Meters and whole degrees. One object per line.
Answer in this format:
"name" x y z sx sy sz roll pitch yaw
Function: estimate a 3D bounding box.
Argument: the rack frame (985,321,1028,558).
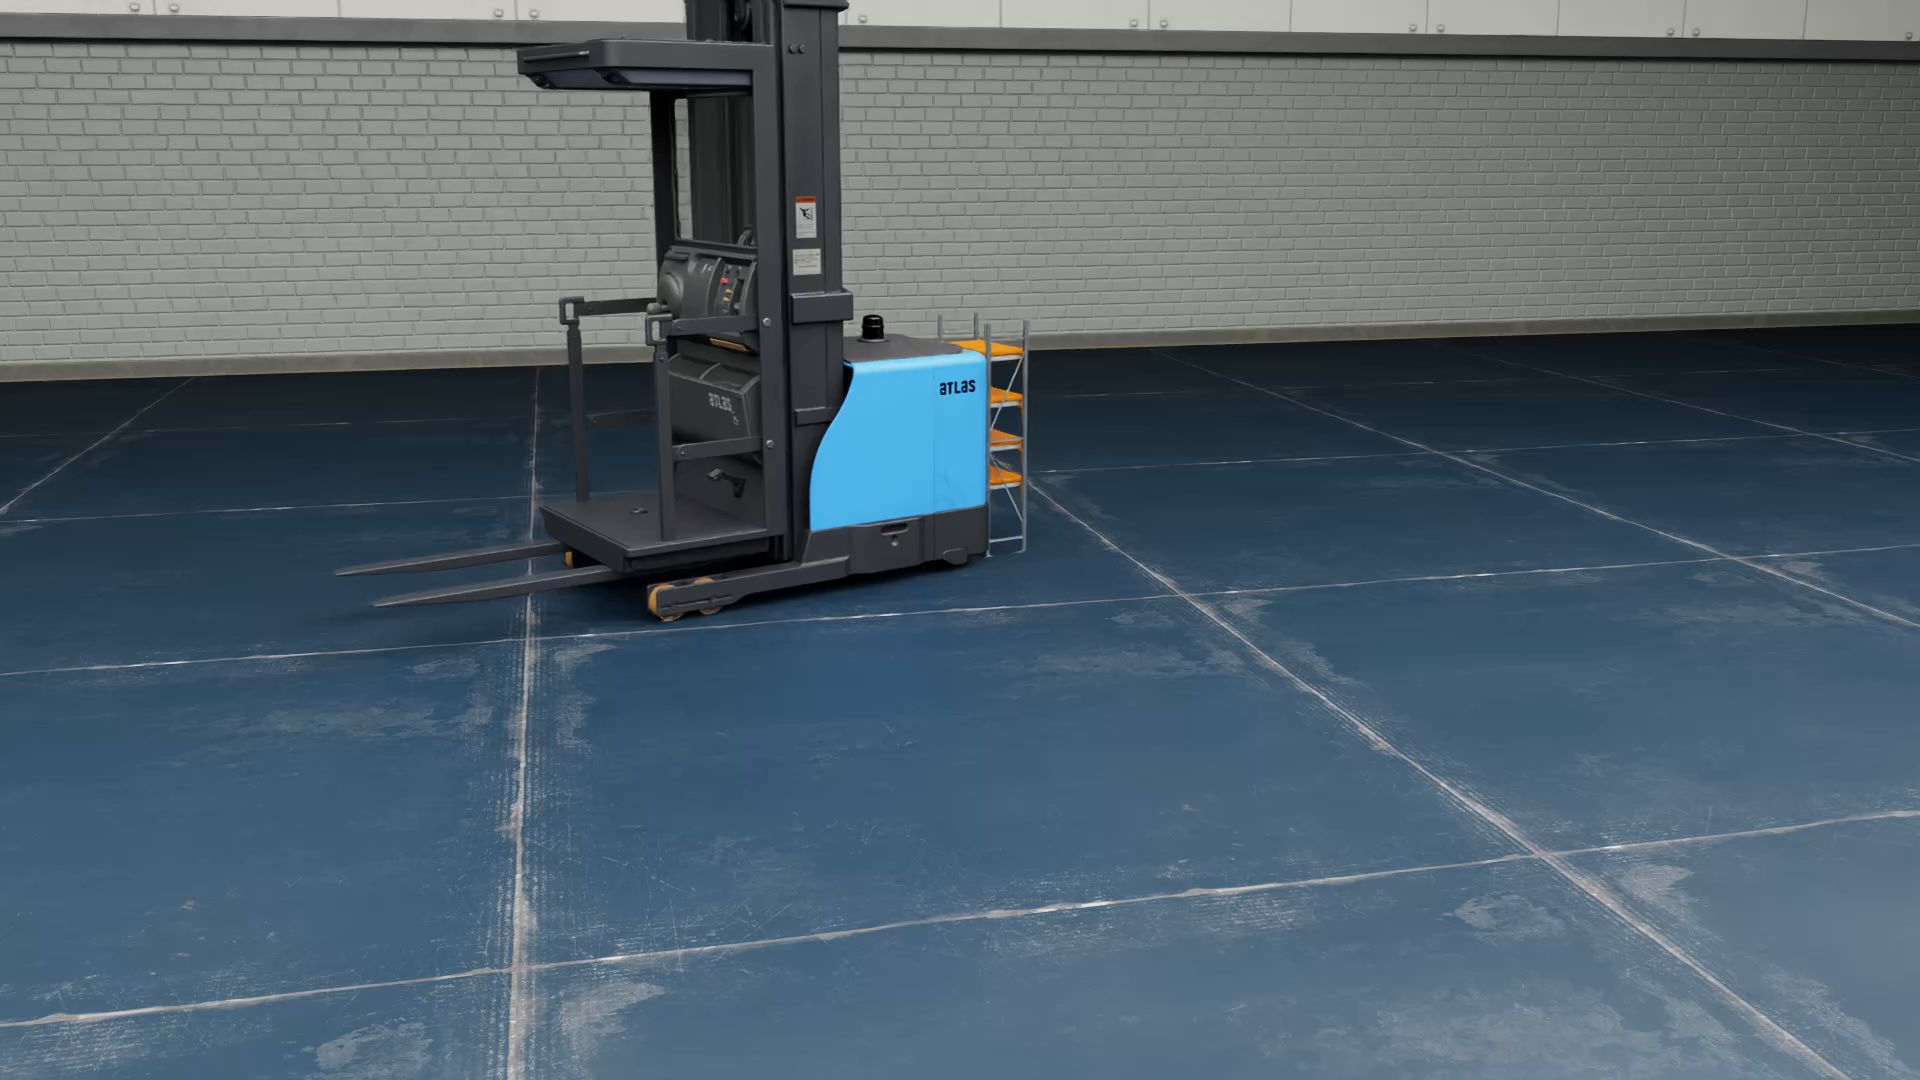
"rack frame" 0.236 -0.507 8.475 0.240 1.200 0.015 -8 16 -29

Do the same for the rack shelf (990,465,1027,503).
"rack shelf" 0.114 -0.299 8.744 0.258 0.148 0.480 -8 16 -29

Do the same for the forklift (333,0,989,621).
"forklift" -1.359 -1.203 7.674 3.031 2.935 1.130 -9 17 -33

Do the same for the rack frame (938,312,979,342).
"rack frame" -0.008 -0.608 8.886 0.240 1.200 0.015 -8 16 -29

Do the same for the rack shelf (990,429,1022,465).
"rack shelf" 0.114 -0.492 8.696 0.258 0.148 0.480 -8 16 -29

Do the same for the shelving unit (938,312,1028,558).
"shelving unit" 0.114 -0.558 8.681 0.258 1.200 0.503 -8 16 -29

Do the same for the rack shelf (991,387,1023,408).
"rack shelf" 0.114 -0.709 8.643 0.258 0.148 0.480 -8 16 -29

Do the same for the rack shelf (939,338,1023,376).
"rack shelf" 0.114 -0.939 8.587 0.258 0.148 0.480 -8 16 -29
